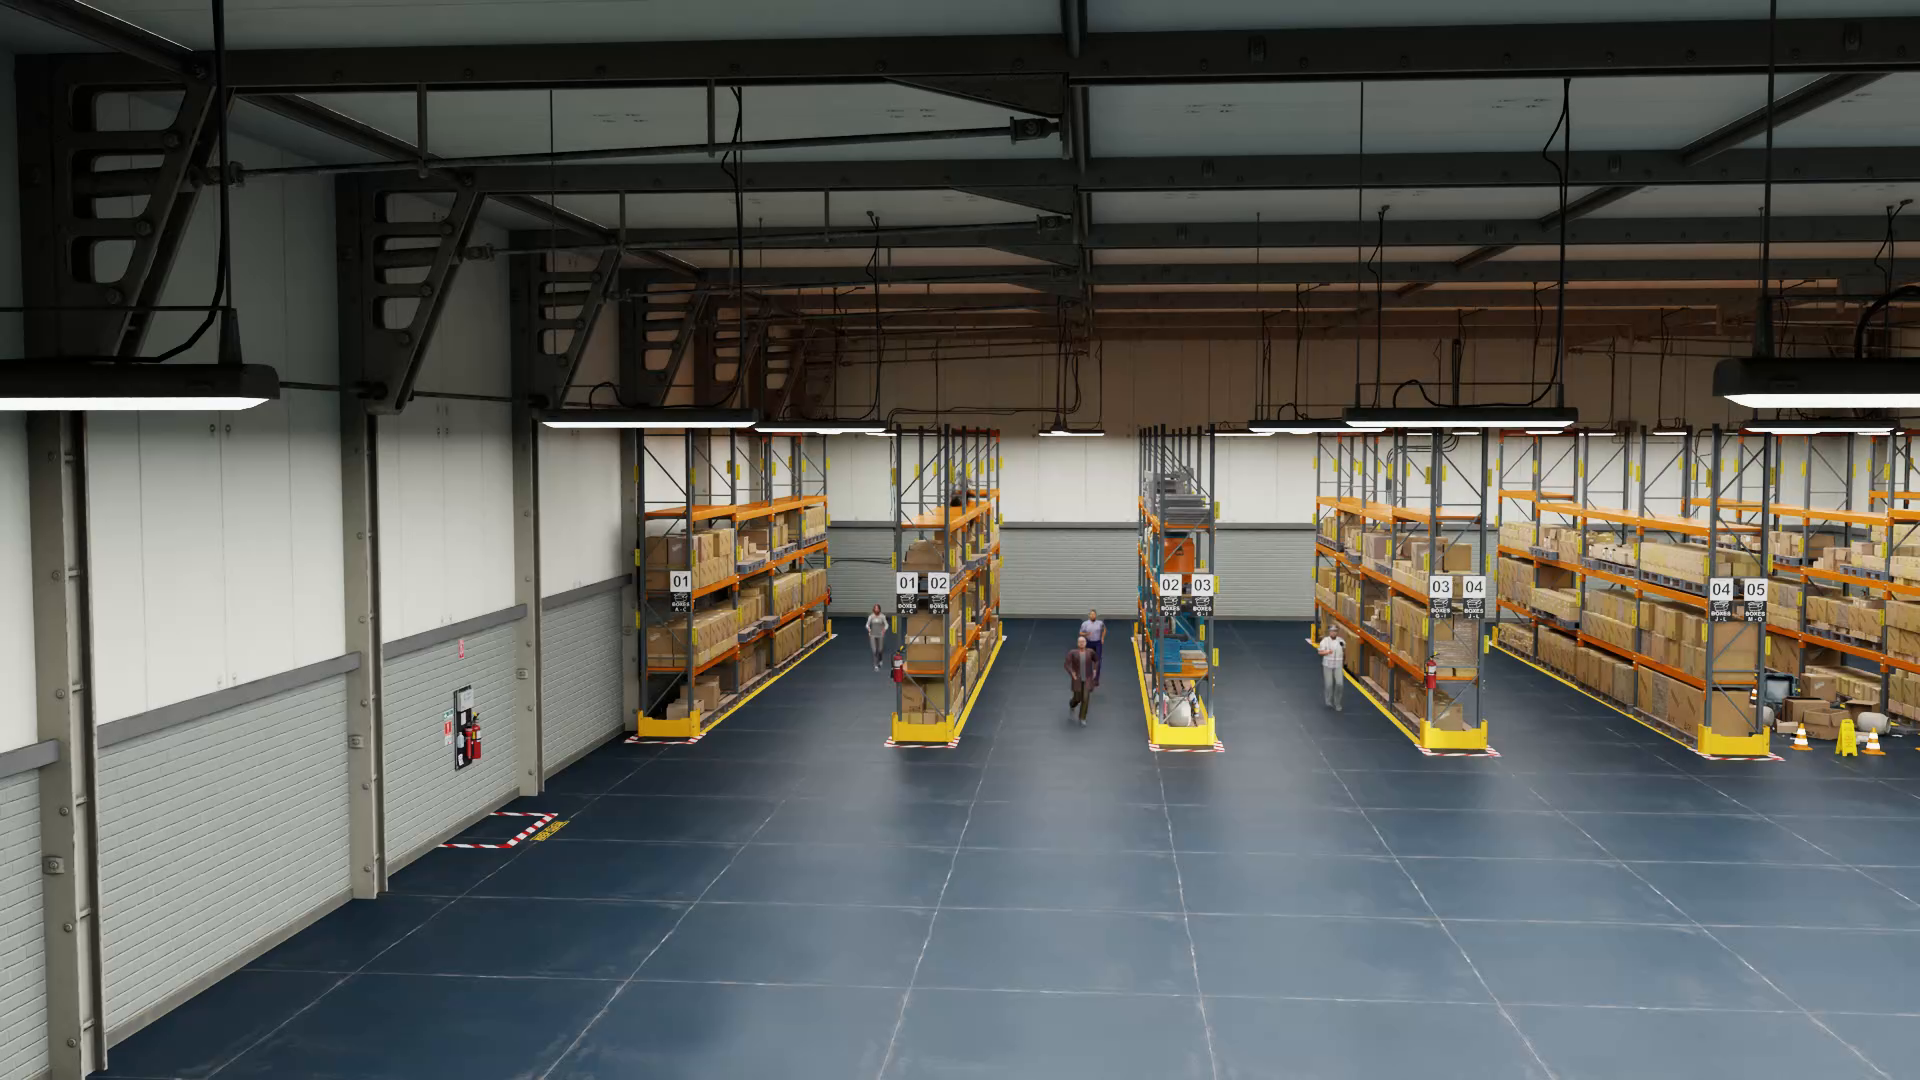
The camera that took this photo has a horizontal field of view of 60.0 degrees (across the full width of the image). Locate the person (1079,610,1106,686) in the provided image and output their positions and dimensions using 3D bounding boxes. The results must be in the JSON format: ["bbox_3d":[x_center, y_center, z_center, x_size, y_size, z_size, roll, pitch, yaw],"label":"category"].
[{"bbox_3d":[2.948,2.396,36.916,0.602,1.687,0.881,0,3,4],"label":"person"}]

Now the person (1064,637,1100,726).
[{"bbox_3d":[2.462,2.818,33.519,0.716,1.767,0.827,0,3,-3],"label":"person"}]

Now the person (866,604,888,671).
[{"bbox_3d":[-1.947,2.282,38.939,0.532,1.562,0.515,0,3,0],"label":"person"}]

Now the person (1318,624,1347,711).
[{"bbox_3d":[7.902,2.699,35.208,0.640,1.845,0.755,0,3,5],"label":"person"}]
